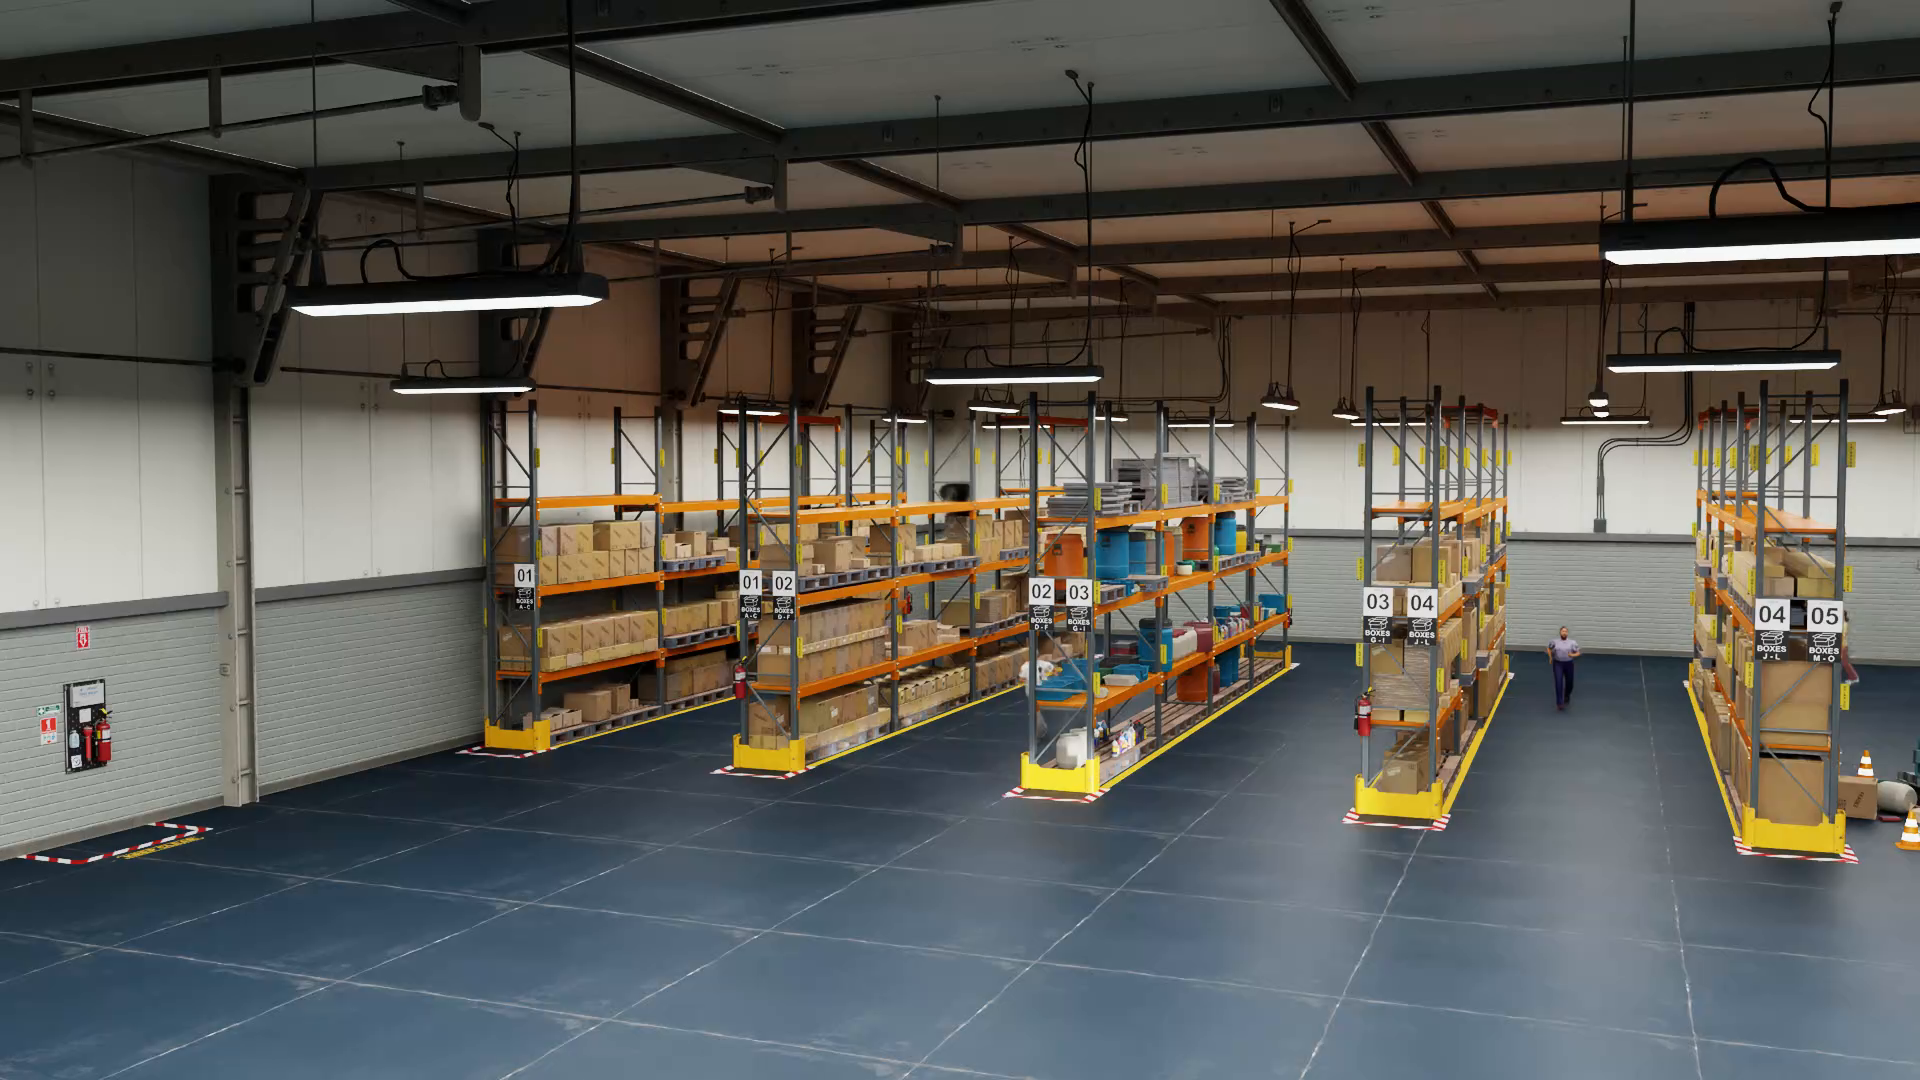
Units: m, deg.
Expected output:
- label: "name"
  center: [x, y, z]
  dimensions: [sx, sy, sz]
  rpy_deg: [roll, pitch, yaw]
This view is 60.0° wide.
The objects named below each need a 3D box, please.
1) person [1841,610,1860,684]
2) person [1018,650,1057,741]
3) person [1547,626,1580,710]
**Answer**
- label: "person"
  center: [19.313, 2.381, 36.411]
  dimensions: [0.737, 1.720, 0.559]
  rpy_deg: [1, 3, 11]
- label: "person"
  center: [1.360, 2.741, 29.257]
  dimensions: [0.626, 1.698, 0.823]
  rpy_deg: [1, 3, 26]
- label: "person"
  center: [12.055, 2.534, 33.230]
  dimensions: [0.616, 1.617, 0.912]
  rpy_deg: [1, 3, 16]
